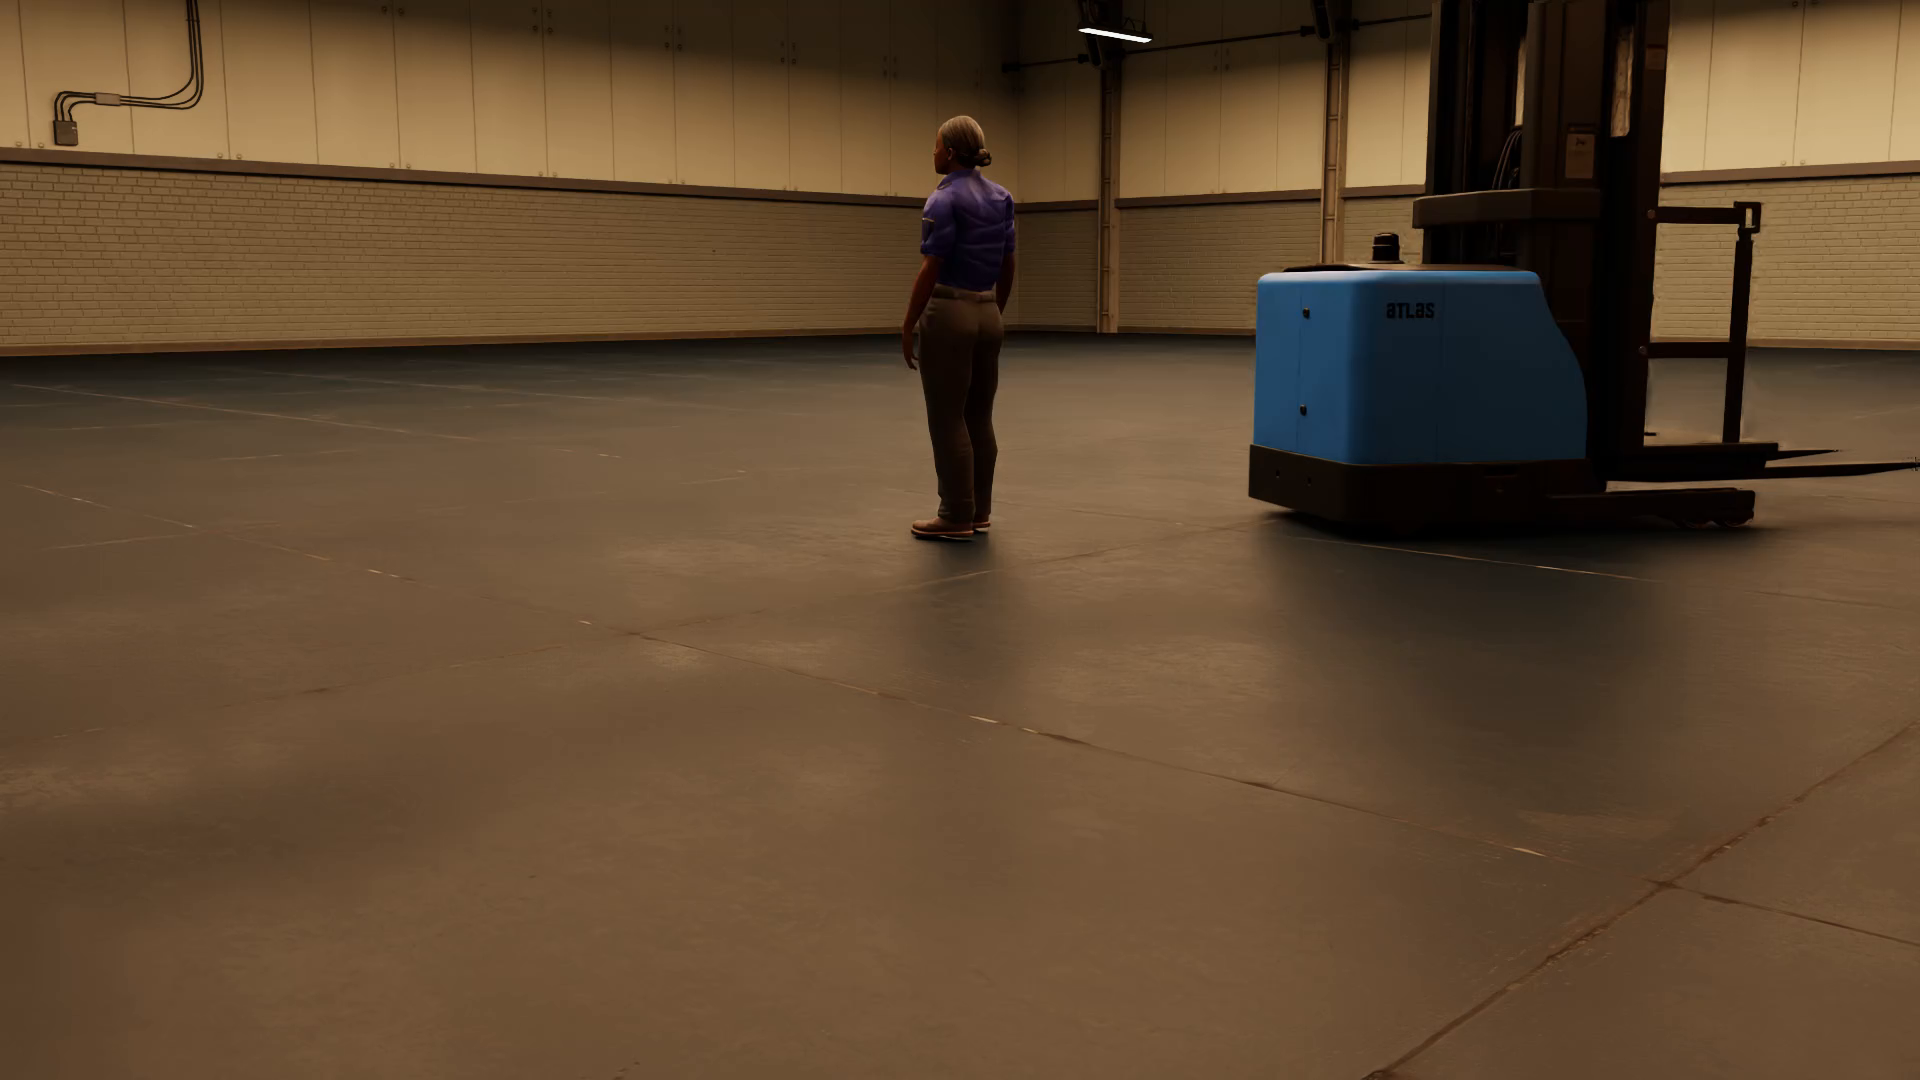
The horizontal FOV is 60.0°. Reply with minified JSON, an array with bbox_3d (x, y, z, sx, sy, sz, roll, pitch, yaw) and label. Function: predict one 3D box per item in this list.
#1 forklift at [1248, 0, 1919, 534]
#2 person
[{"bbox_3d":[2.883,-1.568,7.286,3.031,2.935,1.130,-2,9,-15],"label":"forklift"},{"bbox_3d":[-0.049,-0.837,6.668,0.503,1.656,0.569,8,12,43],"label":"person"}]
